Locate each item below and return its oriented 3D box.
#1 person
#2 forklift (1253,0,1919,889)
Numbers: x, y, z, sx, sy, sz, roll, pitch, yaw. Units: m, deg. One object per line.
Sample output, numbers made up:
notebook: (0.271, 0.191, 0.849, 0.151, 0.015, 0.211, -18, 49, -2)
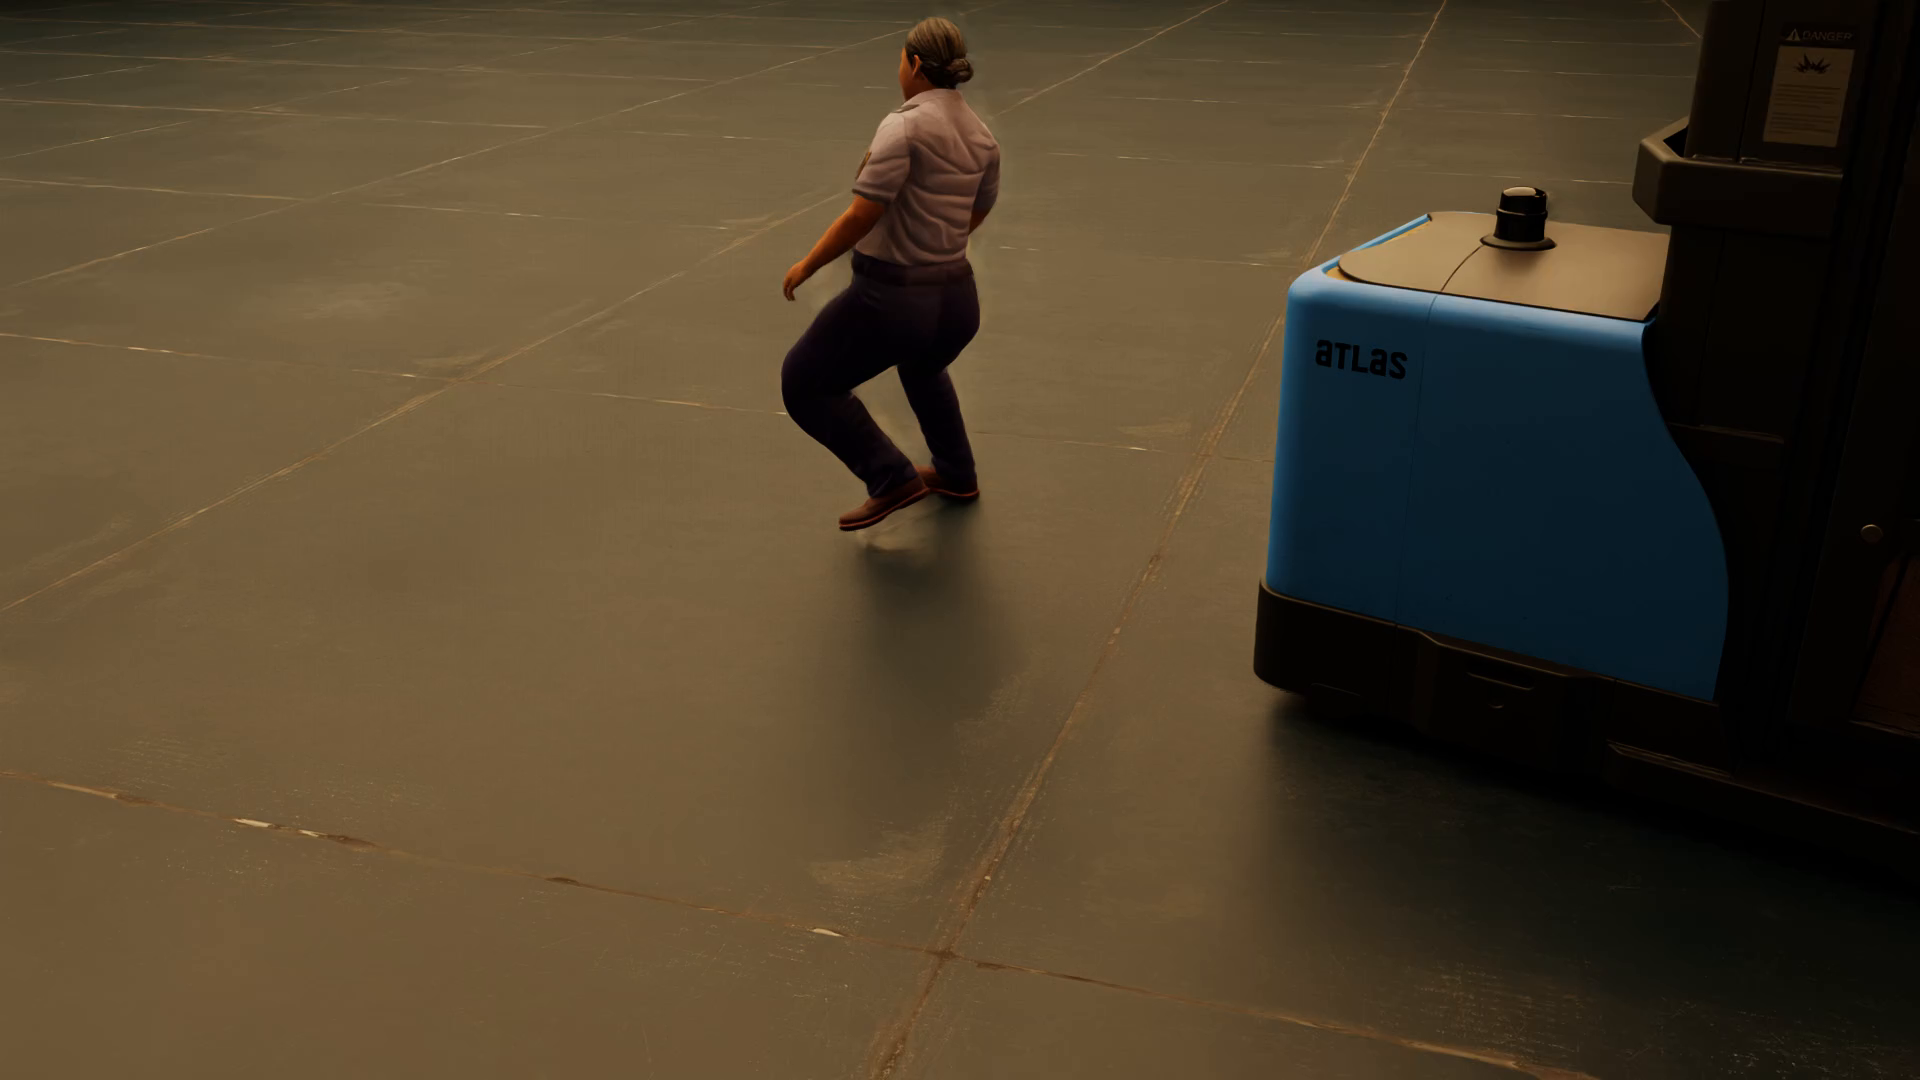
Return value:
person: (-0.172, -0.764, 4.955, 0.537, 1.531, 0.747, 20, 30, 39)
forklift: (2.238, -0.792, 3.198, 3.031, 2.935, 1.130, 14, 26, 31)
